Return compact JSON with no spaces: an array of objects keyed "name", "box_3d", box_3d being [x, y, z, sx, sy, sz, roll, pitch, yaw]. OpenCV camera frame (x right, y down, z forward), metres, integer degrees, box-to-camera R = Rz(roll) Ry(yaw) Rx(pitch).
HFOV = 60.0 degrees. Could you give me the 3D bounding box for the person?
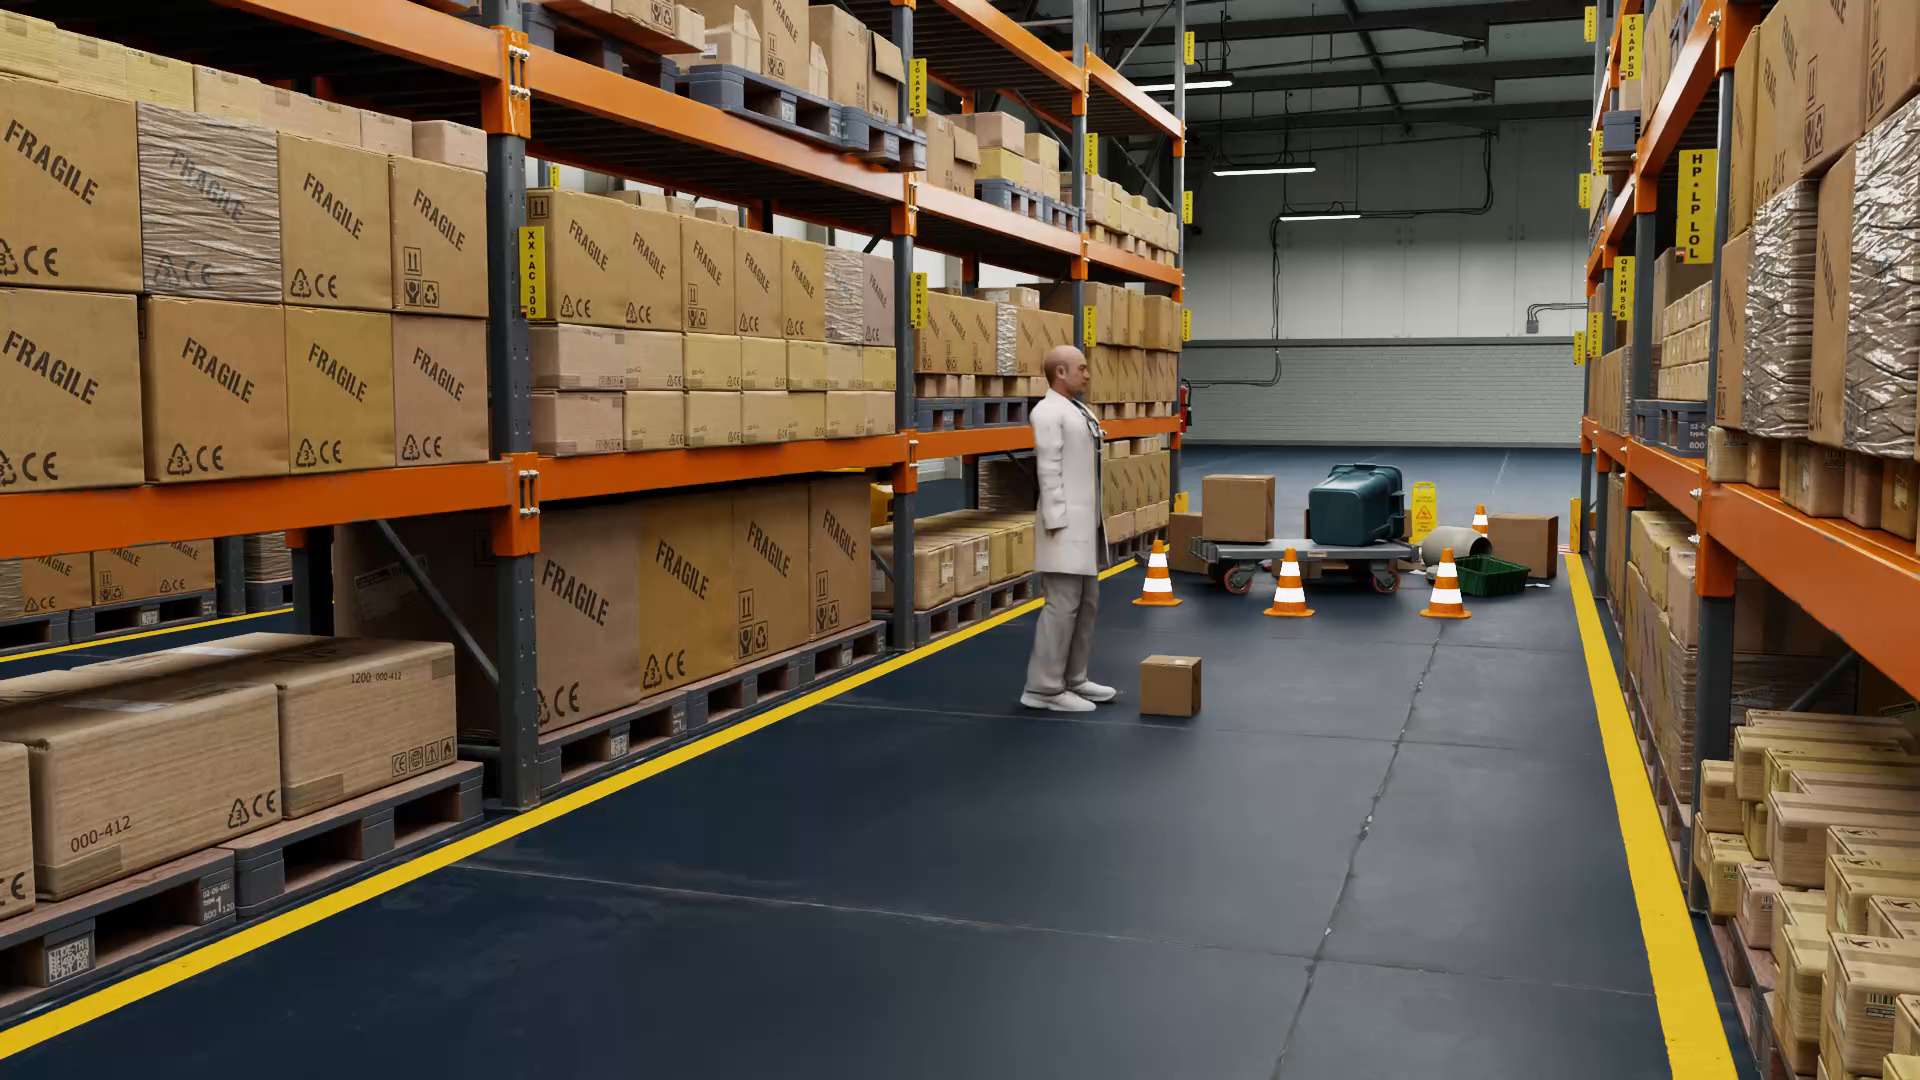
[{"name":"person","box_3d":[0.552,-0.059,8.211,0.408,1.794,0.562,2,5,20]}]
